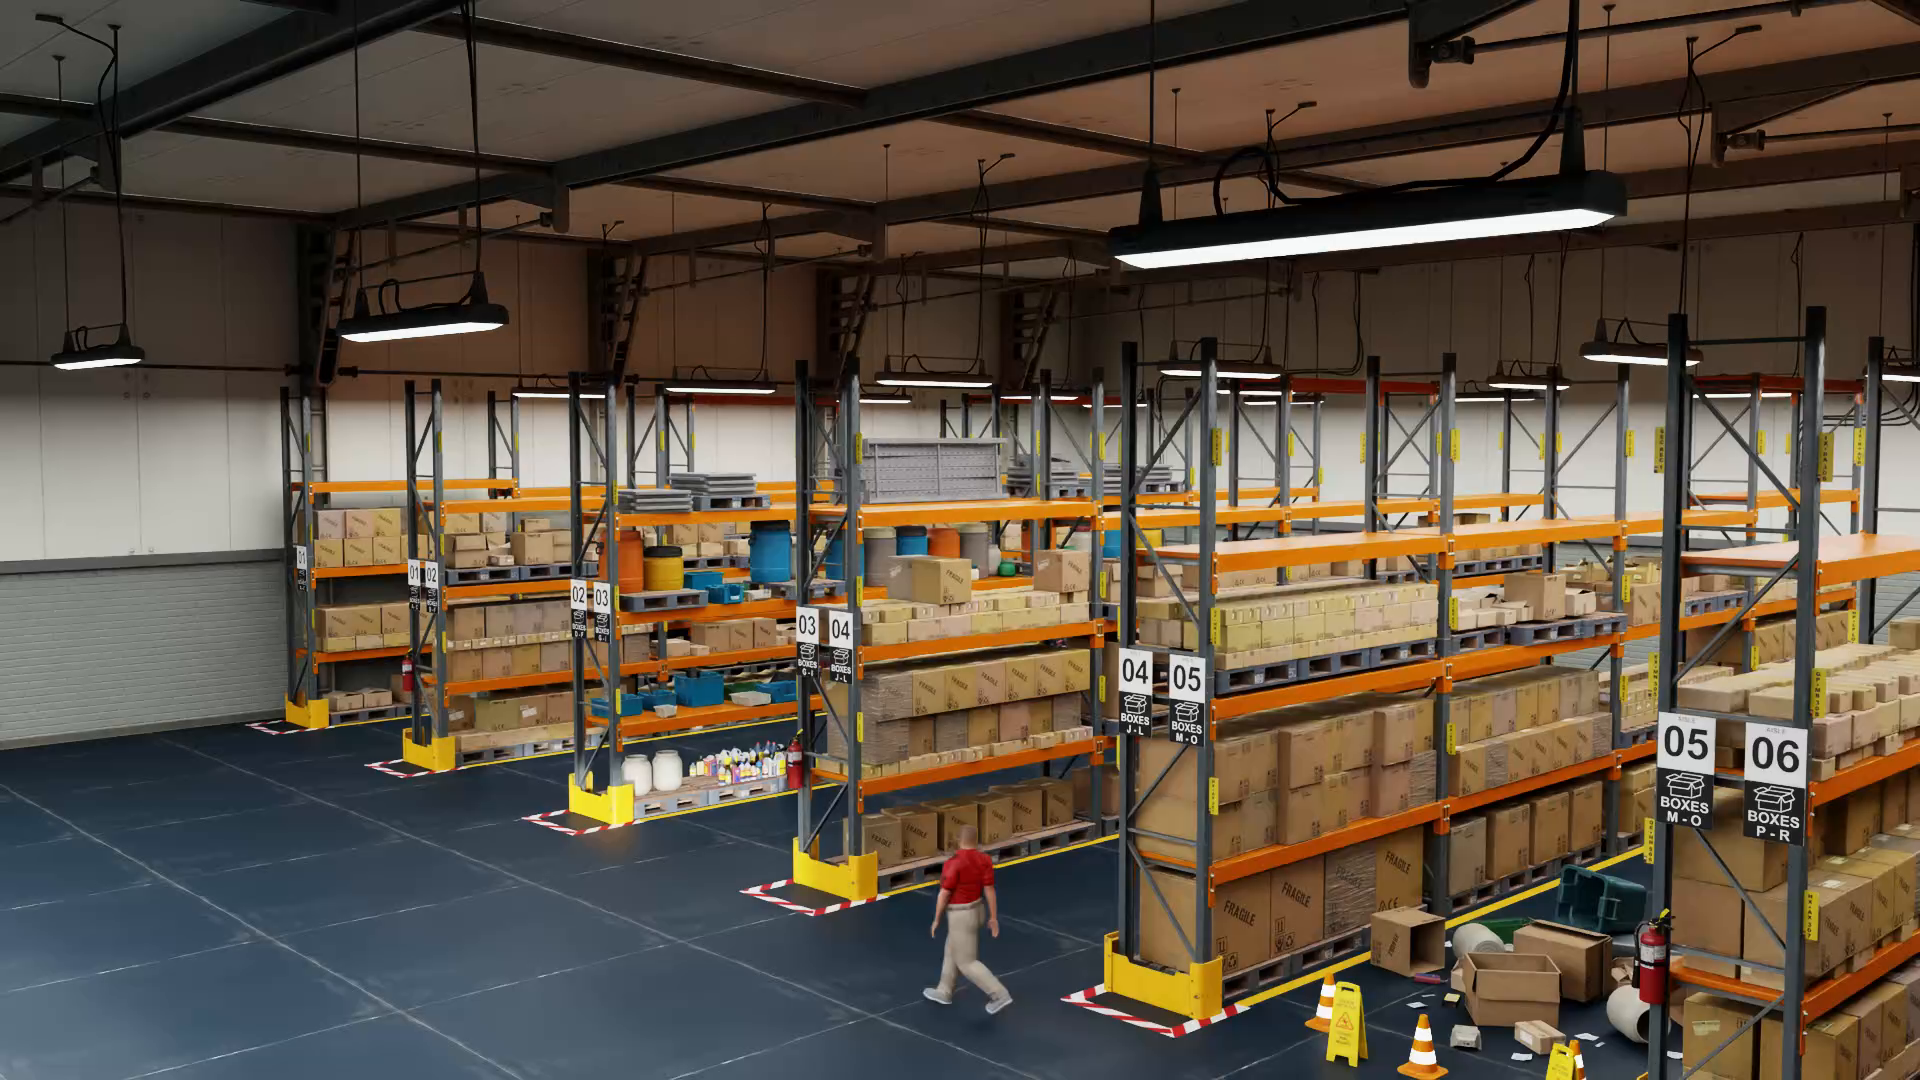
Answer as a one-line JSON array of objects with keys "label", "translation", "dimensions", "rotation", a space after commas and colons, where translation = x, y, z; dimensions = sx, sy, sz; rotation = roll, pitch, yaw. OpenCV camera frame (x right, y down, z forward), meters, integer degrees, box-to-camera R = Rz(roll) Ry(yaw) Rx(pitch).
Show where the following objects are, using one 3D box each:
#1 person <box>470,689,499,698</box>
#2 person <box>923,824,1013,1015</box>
[{"label": "person", "translation": [-8.226, 2.480, 28.863], "dimensions": [0.650, 1.851, 0.390], "rotation": [-3, 5, -43]}, {"label": "person", "translation": [0.047, 3.370, 14.801], "dimensions": [0.999, 1.692, 0.510], "rotation": [2, 4, 23]}]
